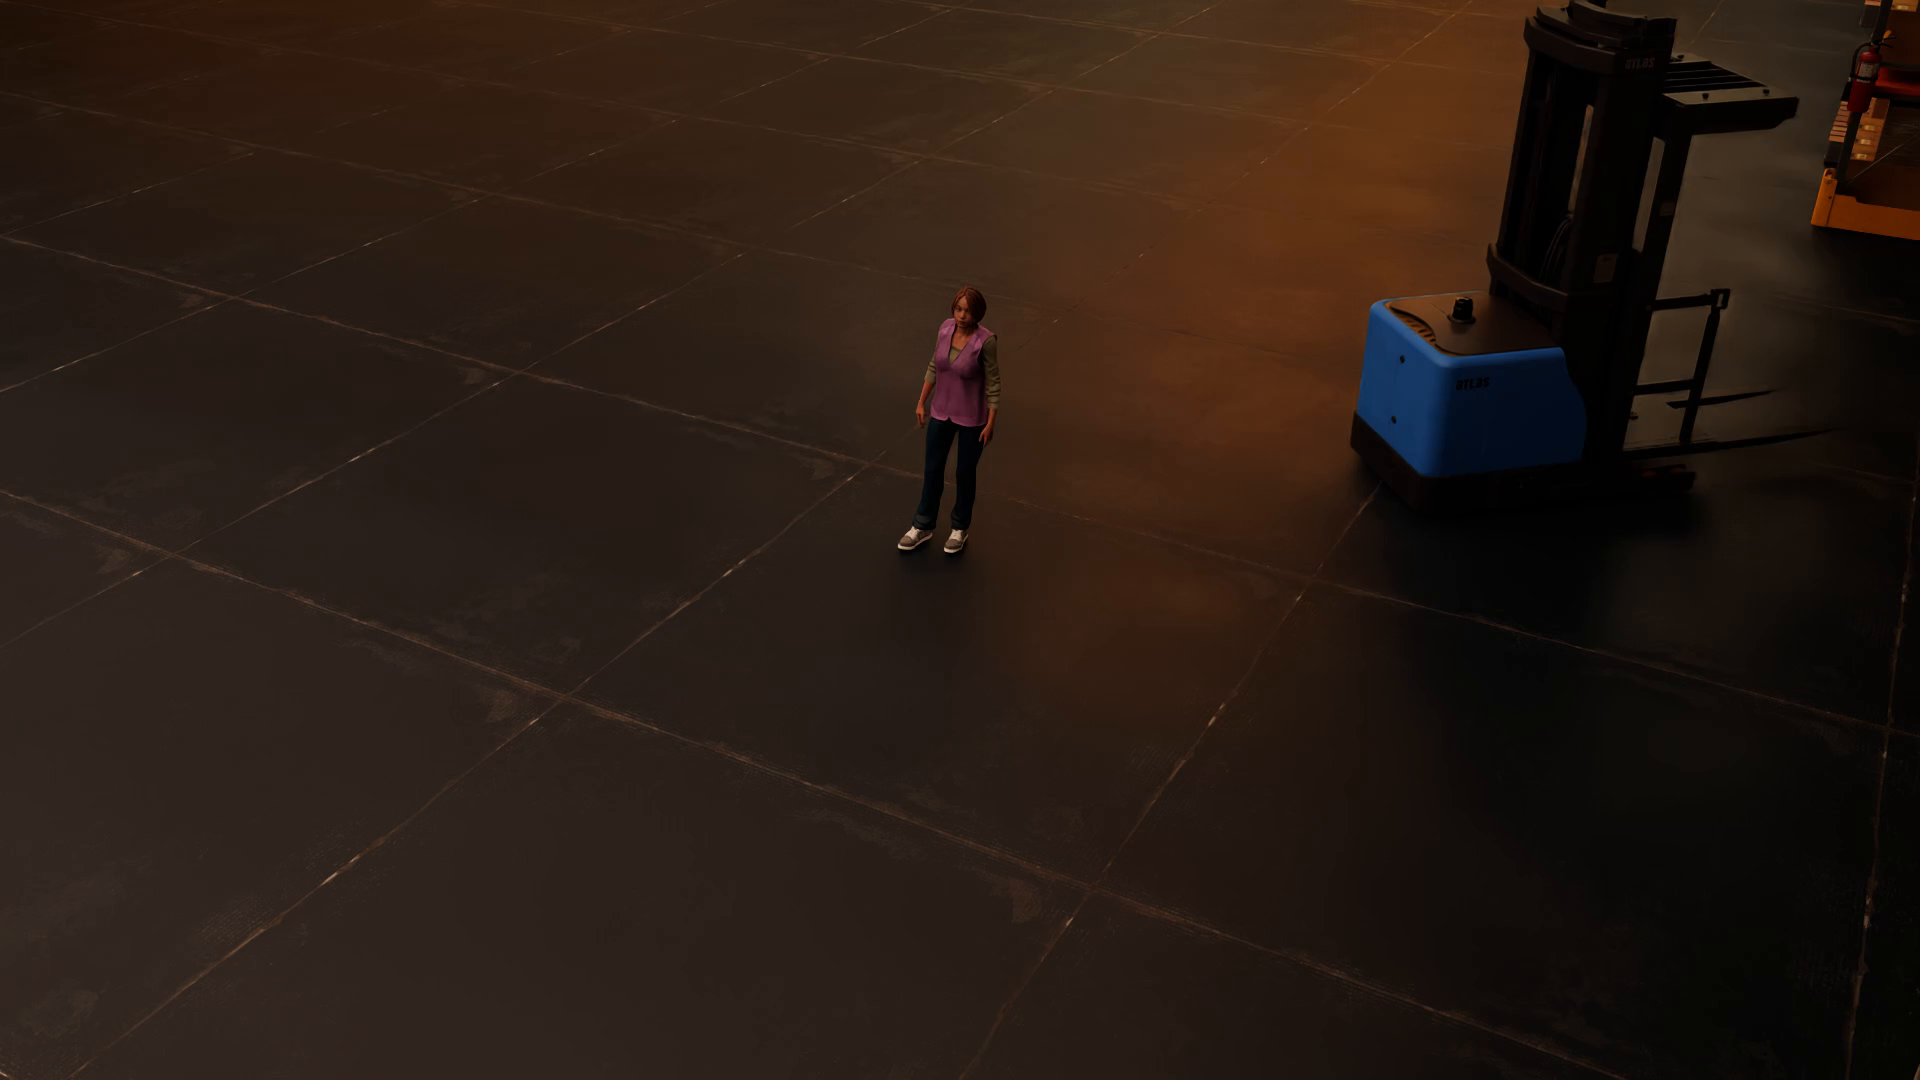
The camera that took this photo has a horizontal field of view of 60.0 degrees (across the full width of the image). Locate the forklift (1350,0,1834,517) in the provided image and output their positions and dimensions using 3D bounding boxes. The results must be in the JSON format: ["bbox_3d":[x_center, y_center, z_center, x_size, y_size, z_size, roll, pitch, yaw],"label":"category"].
[{"bbox_3d":[4.140,-1.788,10.169,3.031,2.935,1.130,-7,31,-12],"label":"forklift"}]

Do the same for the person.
[{"bbox_3d":[-0.049,-0.669,9.549,0.520,1.599,0.473,15,33,25],"label":"person"}]
